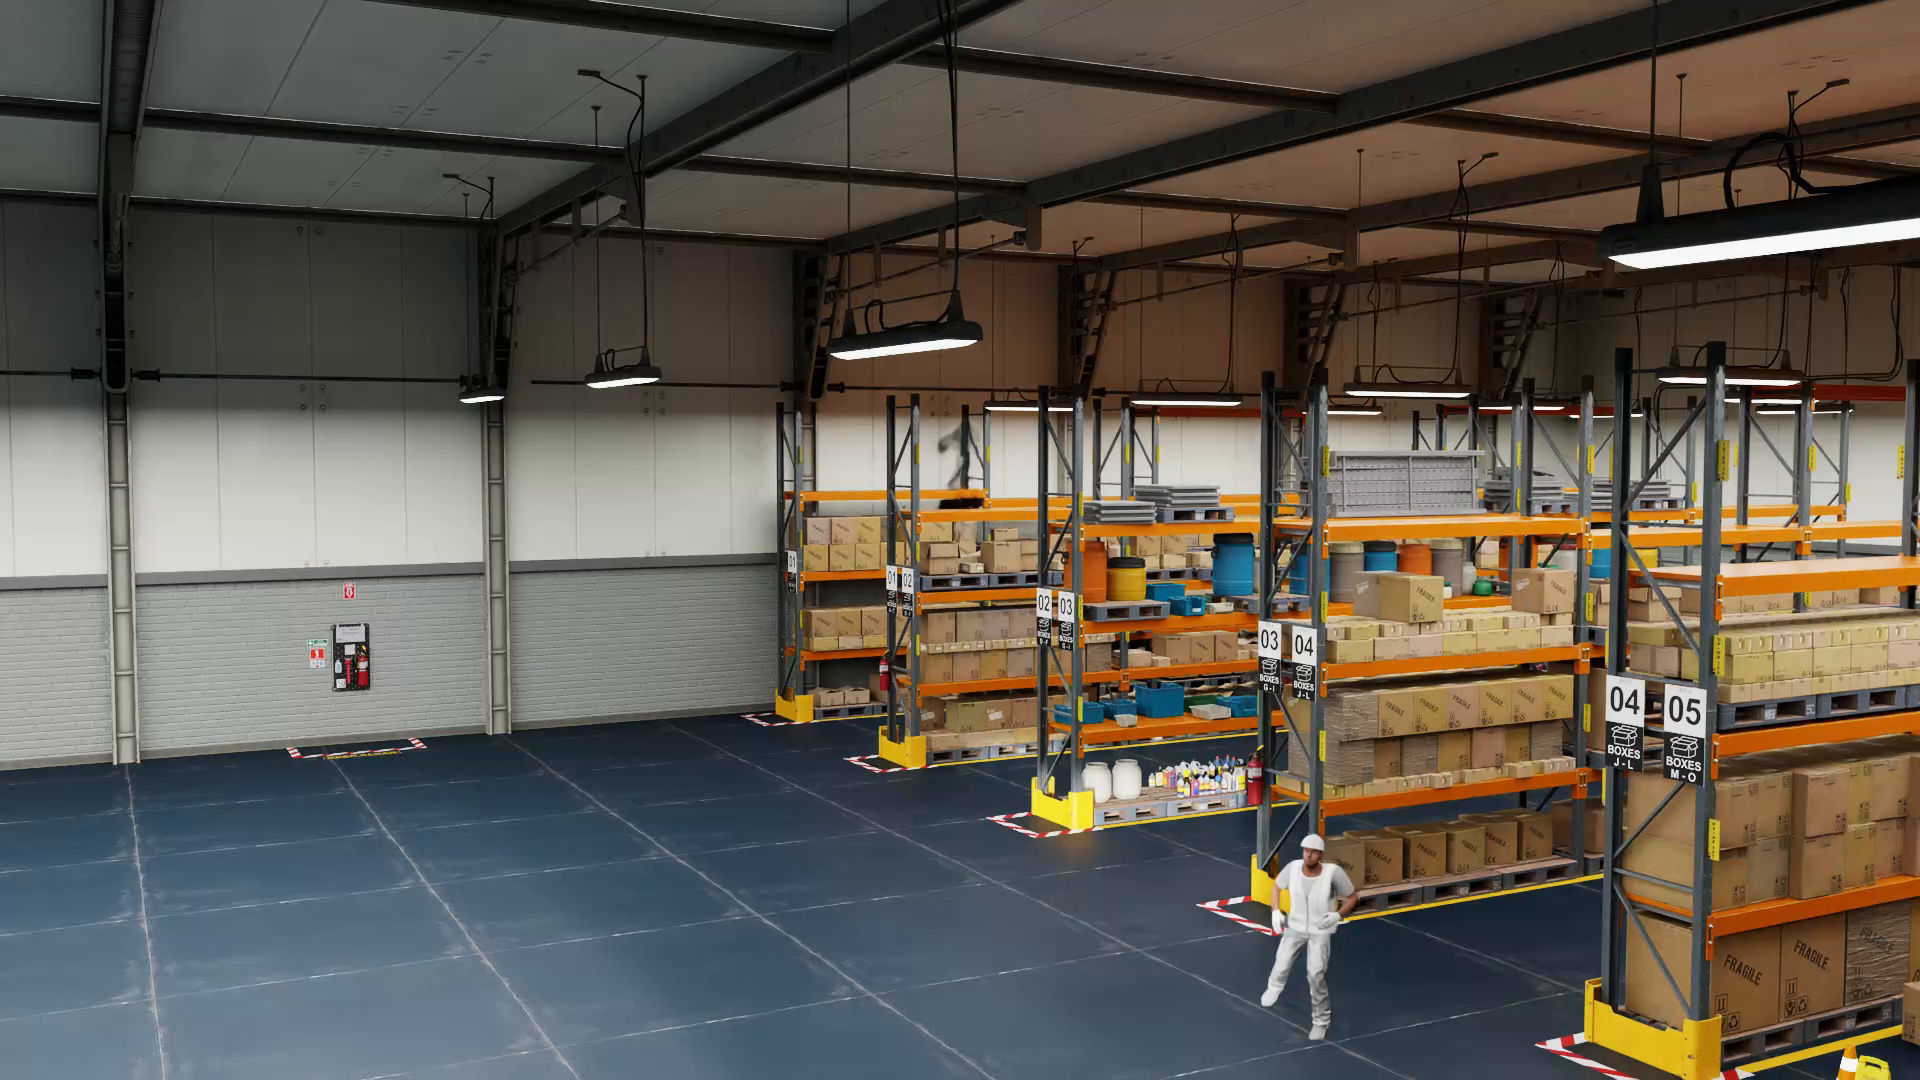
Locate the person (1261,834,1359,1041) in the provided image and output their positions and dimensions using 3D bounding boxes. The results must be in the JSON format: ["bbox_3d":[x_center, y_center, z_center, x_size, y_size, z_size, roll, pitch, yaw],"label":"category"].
[{"bbox_3d":[3.080,3.475,14.784,0.892,1.777,0.707,1,4,25],"label":"person"}]

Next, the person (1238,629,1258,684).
[{"bbox_3d":[5.733,2.533,32.702,0.692,1.616,0.608,-2,4,-28],"label":"person"}]
